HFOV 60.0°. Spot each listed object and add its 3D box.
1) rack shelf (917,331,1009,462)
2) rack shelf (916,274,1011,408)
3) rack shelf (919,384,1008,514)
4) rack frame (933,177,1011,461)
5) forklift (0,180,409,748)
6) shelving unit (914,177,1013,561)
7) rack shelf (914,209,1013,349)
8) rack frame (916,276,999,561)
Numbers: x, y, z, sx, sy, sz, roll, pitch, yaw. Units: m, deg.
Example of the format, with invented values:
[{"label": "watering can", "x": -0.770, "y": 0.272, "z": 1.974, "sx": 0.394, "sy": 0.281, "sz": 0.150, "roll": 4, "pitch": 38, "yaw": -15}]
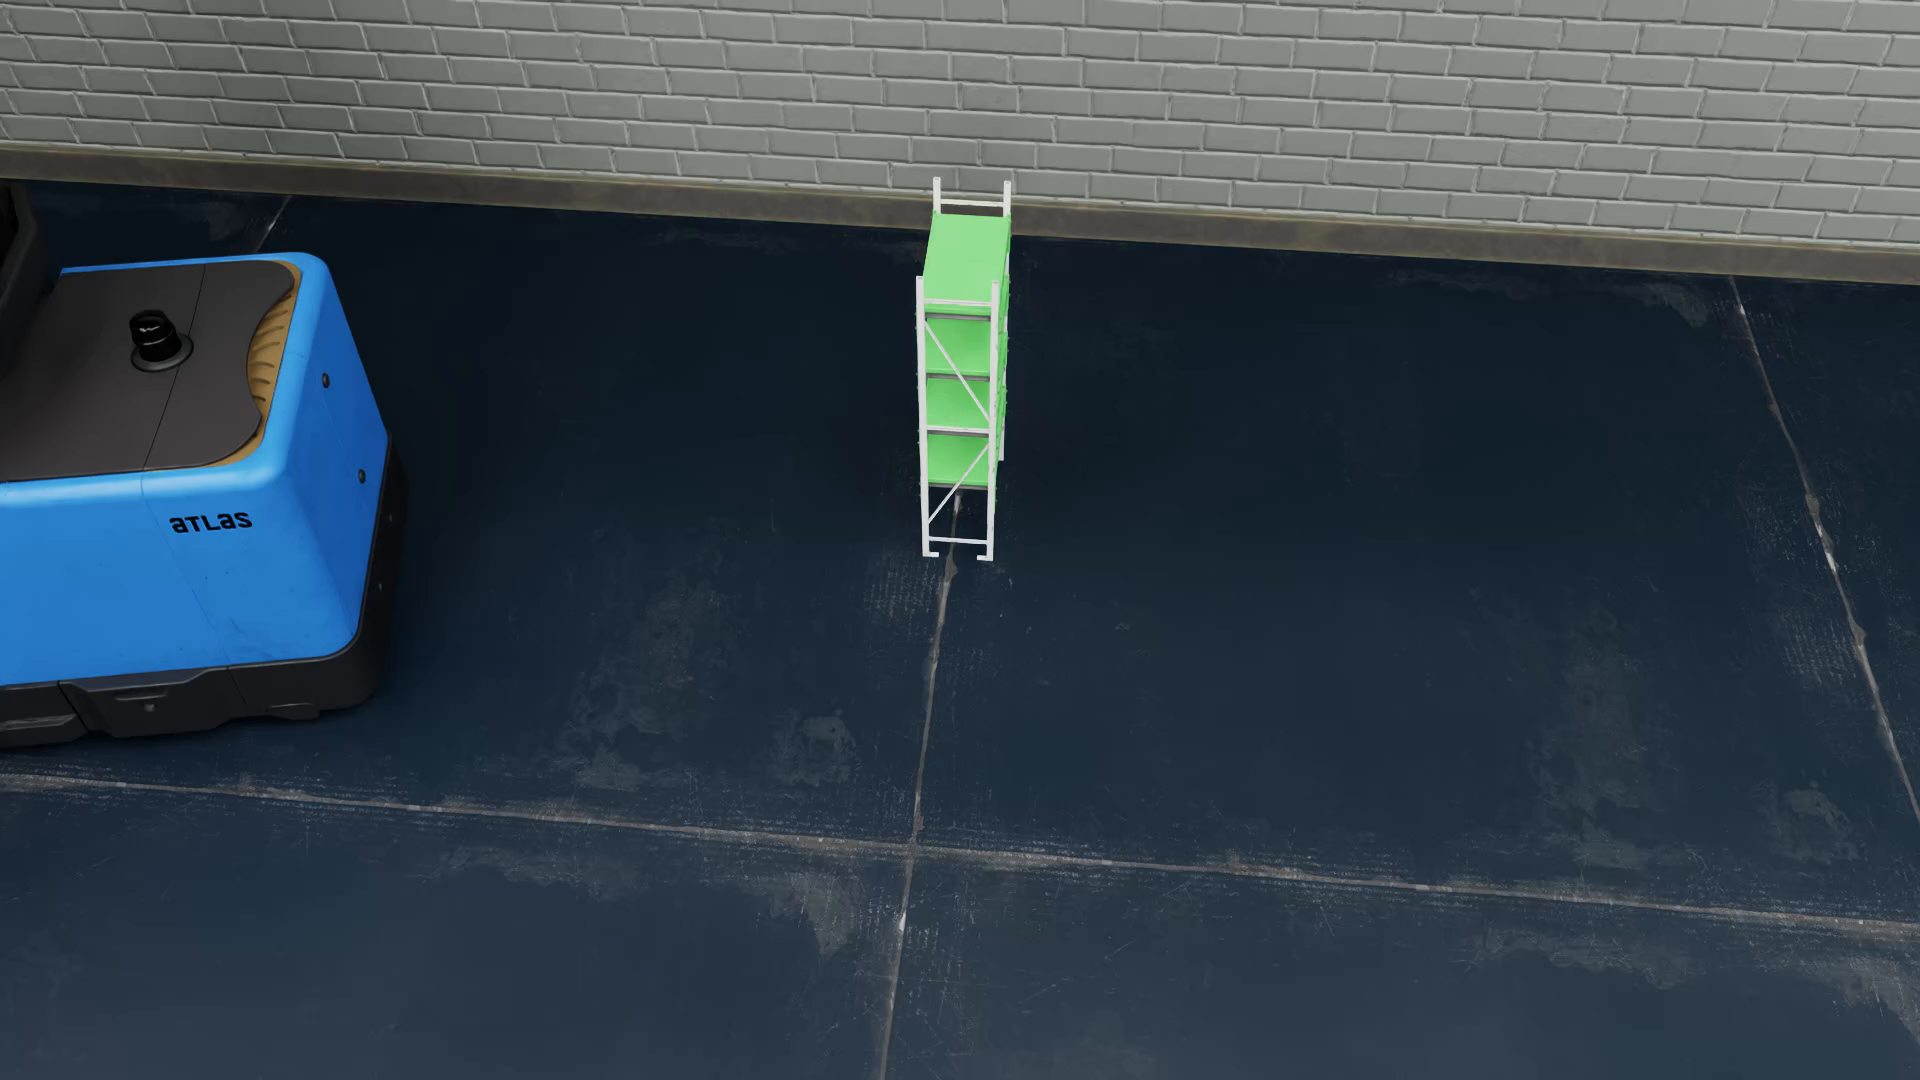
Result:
[{"label": "rack shelf", "x": 0.015, "y": -0.483, "z": 5.466, "sx": 0.258, "sy": 0.148, "sz": 0.480, "roll": 4, "pitch": 48, "yaw": 4}, {"label": "rack shelf", "x": 0.015, "y": -0.645, "z": 5.289, "sx": 0.258, "sy": 0.148, "sz": 0.480, "roll": 4, "pitch": 48, "yaw": 4}, {"label": "rack shelf", "x": 0.015, "y": -0.321, "z": 5.643, "sx": 0.258, "sy": 0.148, "sz": 0.480, "roll": 4, "pitch": 48, "yaw": 4}, {"label": "rack frame", "x": 0.037, "y": -0.706, "z": 5.583, "sx": 0.240, "sy": 1.200, "sz": 0.015, "roll": 4, "pitch": 48, "yaw": 4}, {"label": "forklift", "x": -3.382, "y": -0.681, "z": 4.387, "sx": 3.031, "sy": 2.935, "sz": 1.130, "roll": -5, "pitch": 48, "yaw": -5}, {"label": "shelving unit", "x": 0.015, "y": -0.527, "z": 5.419, "sx": 0.258, "sy": 1.200, "sz": 0.503, "roll": 4, "pitch": 48, "yaw": 4}, {"label": "rack shelf", "x": 0.015, "y": -0.807, "z": 5.111, "sx": 0.258, "sy": 0.148, "sz": 0.480, "roll": 4, "pitch": 48, "yaw": 4}, {"label": "rack frame", "x": -0.007, "y": -0.347, "z": 5.255, "sx": 0.240, "sy": 1.200, "sz": 0.015, "roll": 4, "pitch": 48, "yaw": 4}]
